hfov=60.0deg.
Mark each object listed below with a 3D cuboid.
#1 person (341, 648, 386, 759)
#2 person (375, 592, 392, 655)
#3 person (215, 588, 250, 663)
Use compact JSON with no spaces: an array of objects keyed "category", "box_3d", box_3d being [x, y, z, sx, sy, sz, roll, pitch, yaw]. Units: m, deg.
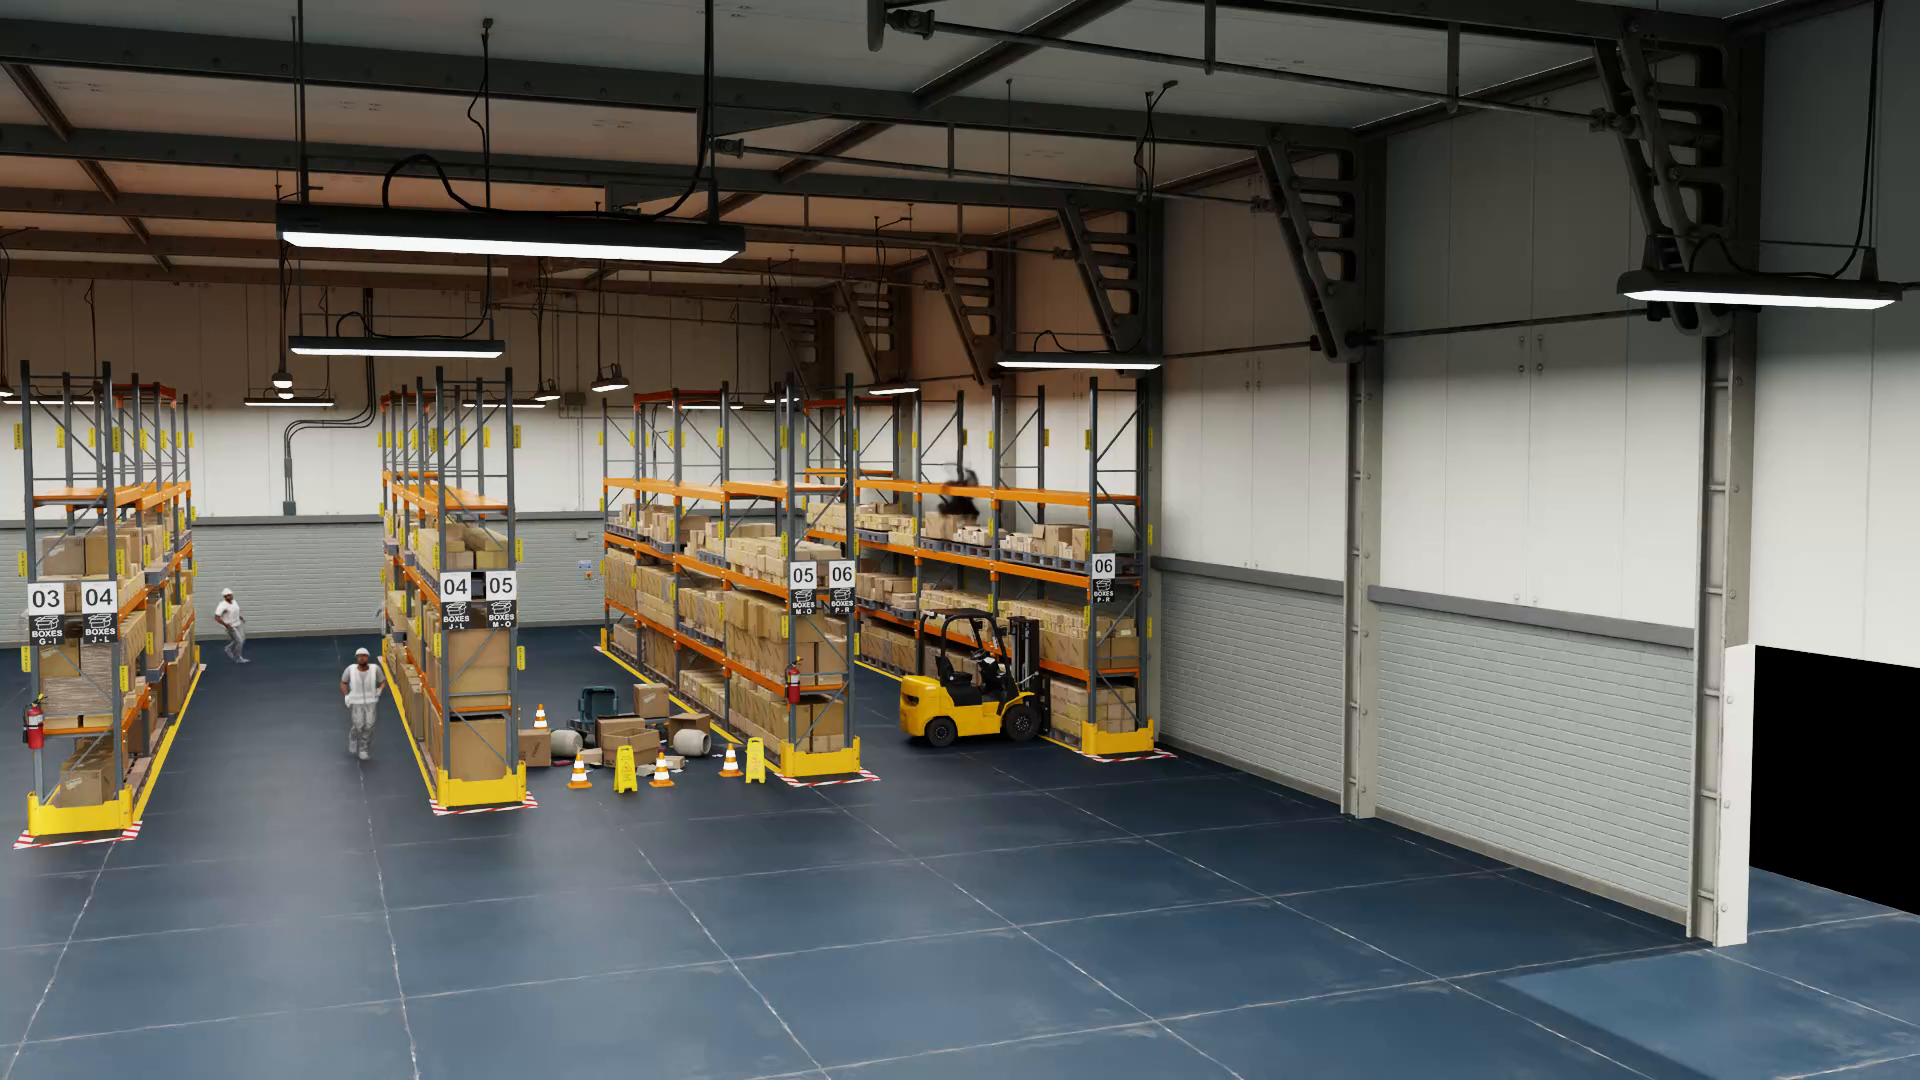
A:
[{"category":"person","box_3d":[-9.340,2.562,26.085,0.666,1.746,0.618,-2,4,-25]},{"category":"person","box_3d":[-13.298,1.792,38.955,0.660,1.746,0.721,2,4,29]},{"category":"person","box_3d":[-16.322,1.918,37.143,0.622,1.696,0.751,1,4,12]}]
